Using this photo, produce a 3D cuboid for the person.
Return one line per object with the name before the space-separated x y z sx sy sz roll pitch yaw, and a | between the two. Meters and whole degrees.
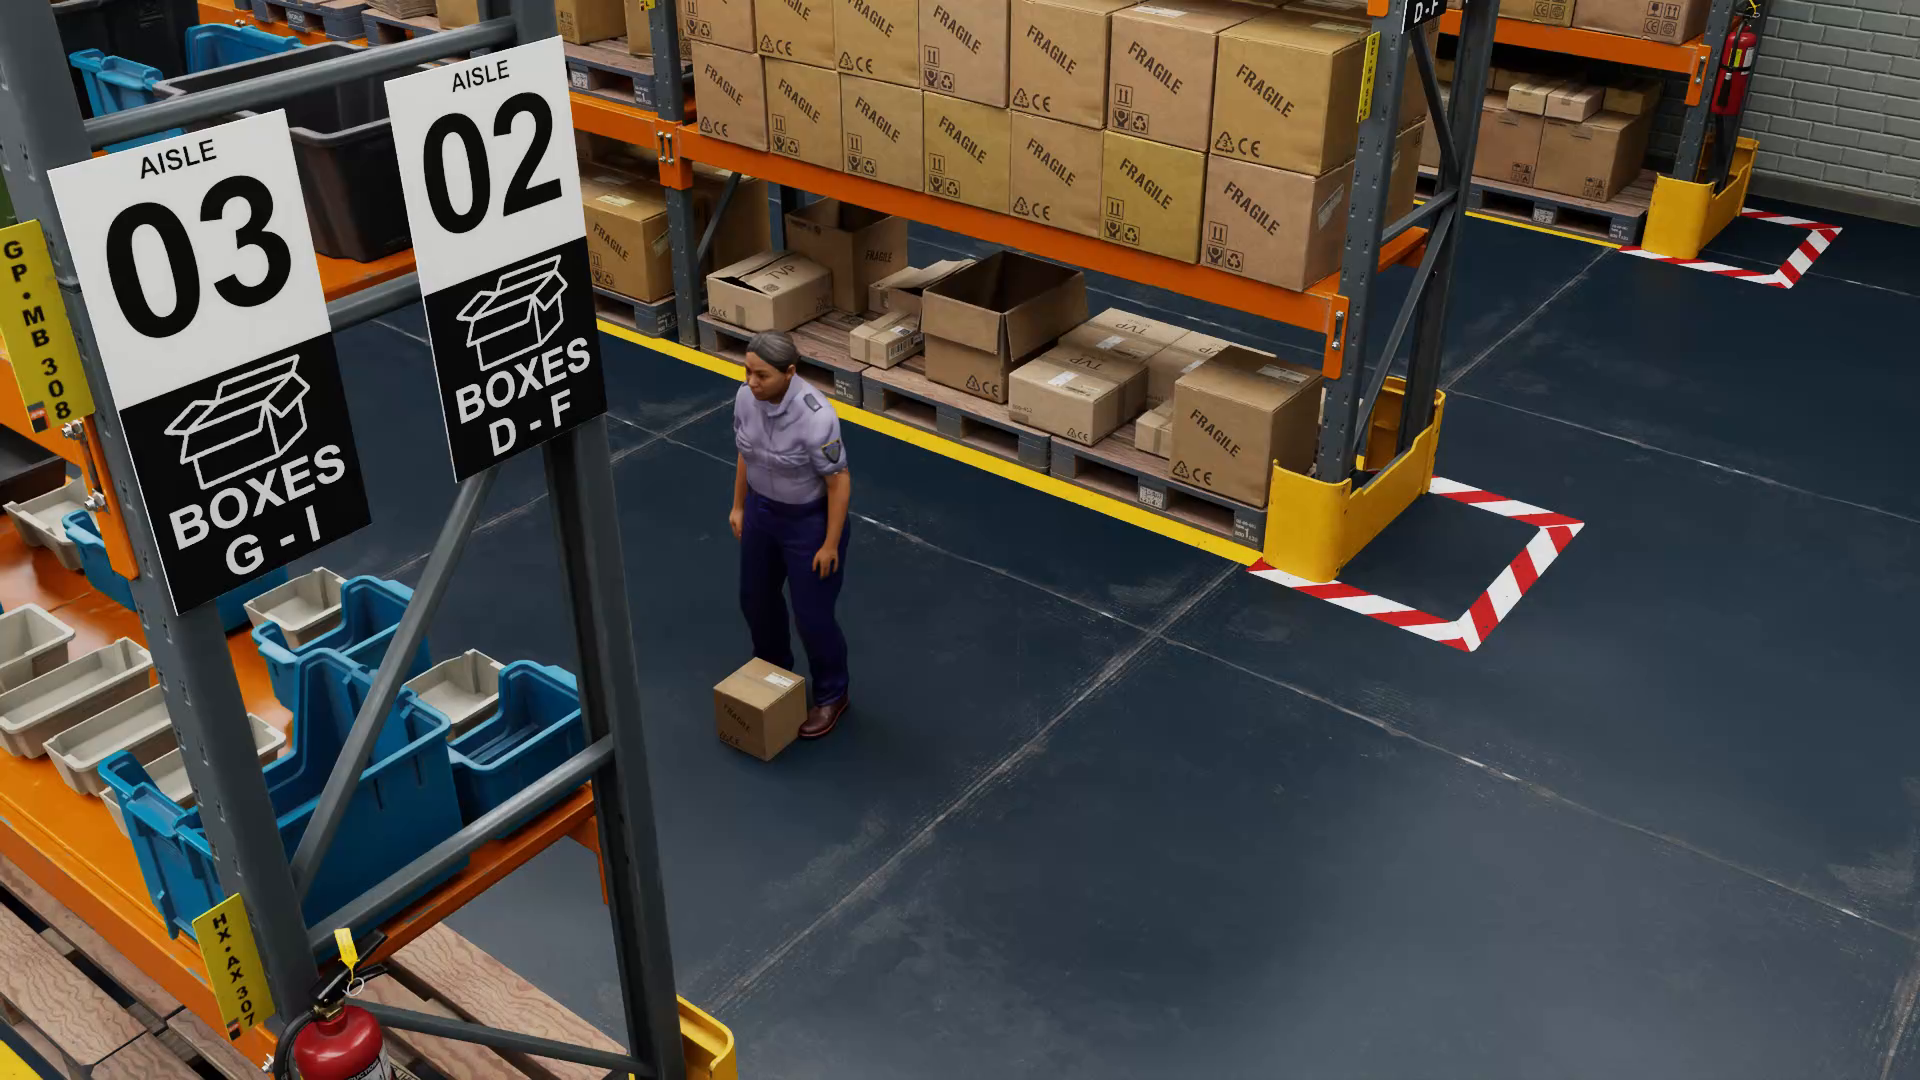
person | -0.638 -0.049 6.225 0.539 1.648 0.370 22 37 32
